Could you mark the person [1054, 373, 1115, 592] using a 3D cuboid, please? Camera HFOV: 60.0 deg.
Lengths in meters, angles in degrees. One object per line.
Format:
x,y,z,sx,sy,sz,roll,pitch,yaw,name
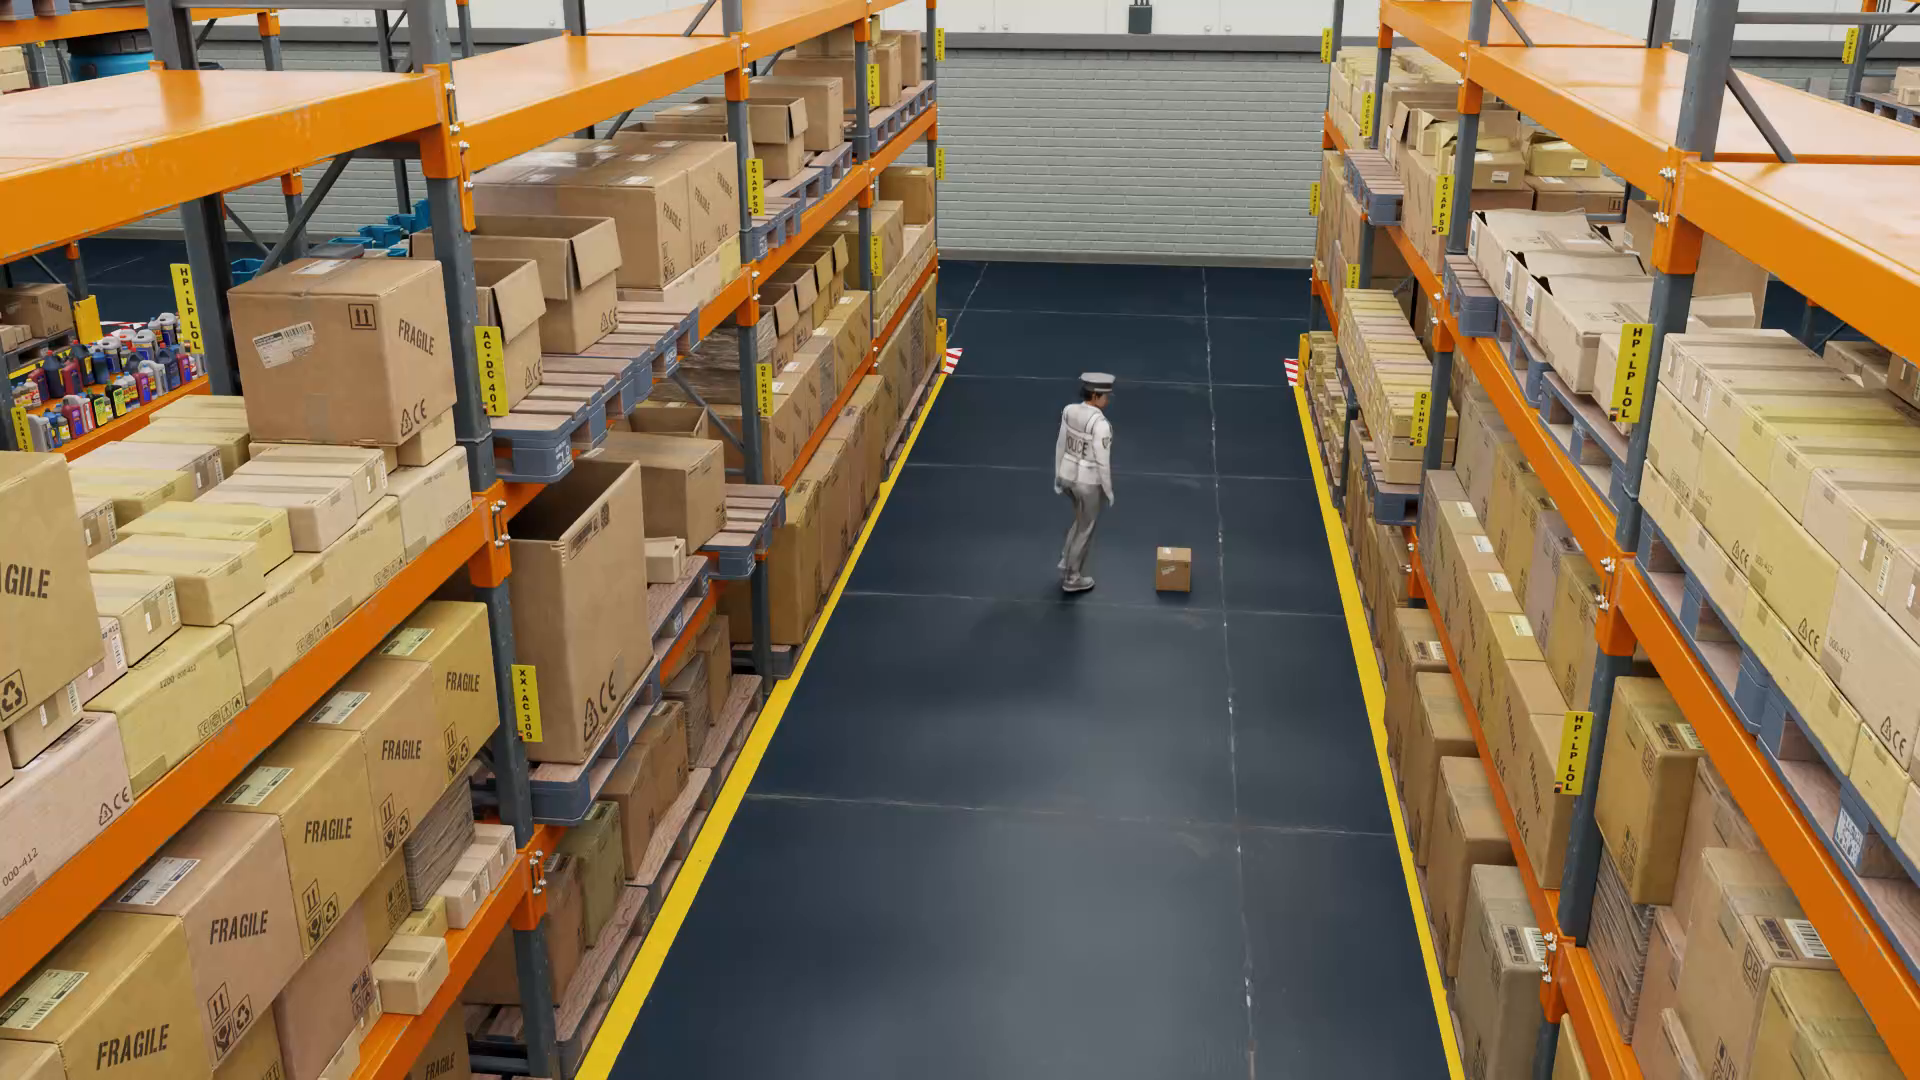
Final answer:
0.931,-0.396,12.085,0.404,1.695,0.540,-14,25,-32,person
